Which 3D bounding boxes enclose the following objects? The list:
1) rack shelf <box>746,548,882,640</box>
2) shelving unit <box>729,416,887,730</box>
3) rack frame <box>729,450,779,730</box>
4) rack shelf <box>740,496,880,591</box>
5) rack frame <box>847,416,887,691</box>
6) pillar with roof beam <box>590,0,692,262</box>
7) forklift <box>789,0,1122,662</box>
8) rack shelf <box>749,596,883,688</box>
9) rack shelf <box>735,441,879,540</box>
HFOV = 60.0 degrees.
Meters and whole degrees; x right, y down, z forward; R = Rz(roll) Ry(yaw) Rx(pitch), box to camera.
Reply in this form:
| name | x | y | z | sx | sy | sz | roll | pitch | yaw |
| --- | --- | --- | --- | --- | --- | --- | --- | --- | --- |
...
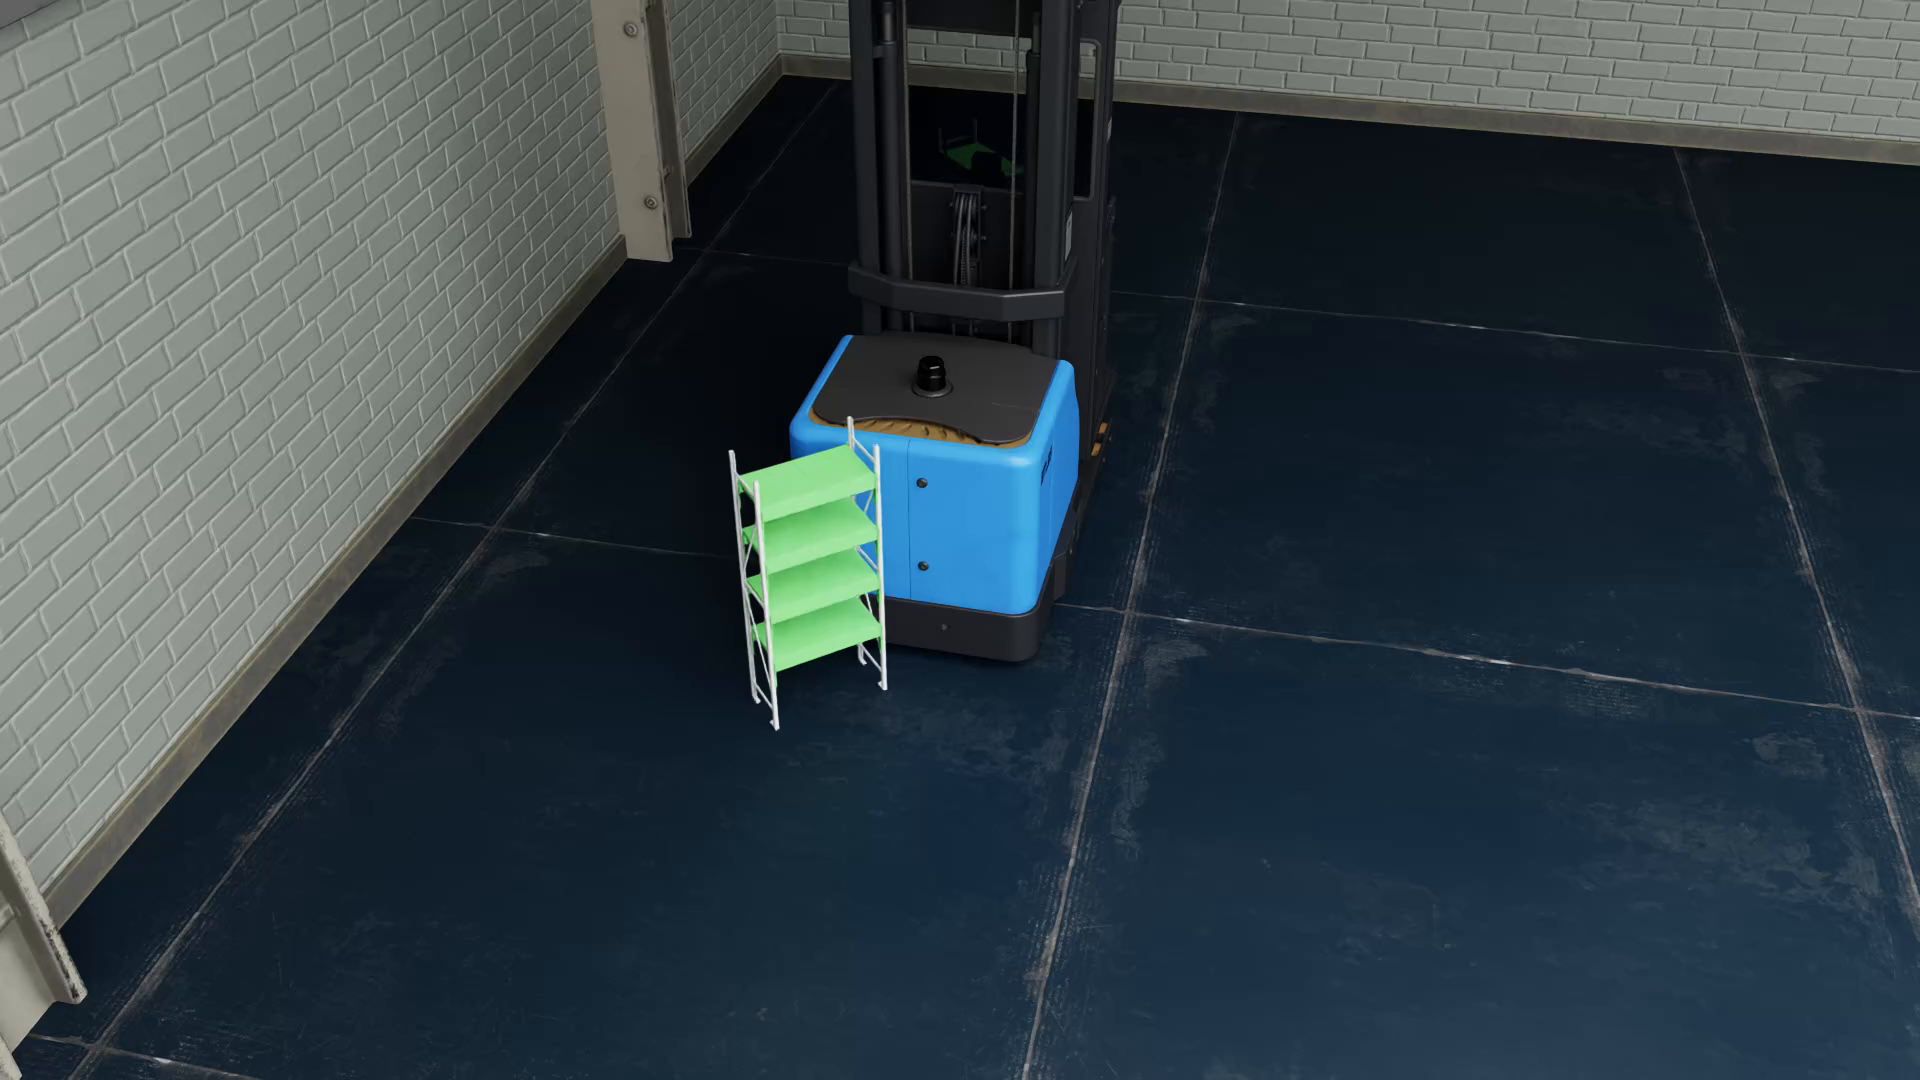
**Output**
| name | x | y | z | sx | sy | sz | roll | pitch | yaw |
| --- | --- | --- | --- | --- | --- | --- | --- | --- | --- |
| rack shelf | -0.580 | 0.198 | 6.563 | 0.480 | 0.148 | 0.258 | -18 | 40 | -23 |
| shelving unit | -0.580 | 0.146 | 6.526 | 0.503 | 1.200 | 0.258 | -18 | 40 | -23 |
| rack frame | -0.793 | 0.216 | 6.429 | 0.015 | 1.200 | 0.240 | -18 | 40 | -23 |
| rack shelf | -0.580 | 0.003 | 6.422 | 0.480 | 0.148 | 0.258 | -18 | 40 | -23 |
| rack frame | -0.367 | 0.076 | 6.623 | 0.015 | 1.200 | 0.240 | -18 | 40 | -23 |
| pillar with roof beam | 2.341 | -4.920 | 6.870 | 9.100 | 9.000 | 0.400 | 7 | 37 | 10 |
| forklift | 0.146 | -1.544 | 7.383 | 1.130 | 2.935 | 3.031 | 8 | 37 | 11 |
| rack shelf | -0.580 | 0.392 | 6.704 | 0.480 | 0.148 | 0.258 | -18 | 40 | -23 |
| rack shelf | -0.579 | -0.191 | 6.282 | 0.480 | 0.148 | 0.258 | -18 | 40 | -23 |
